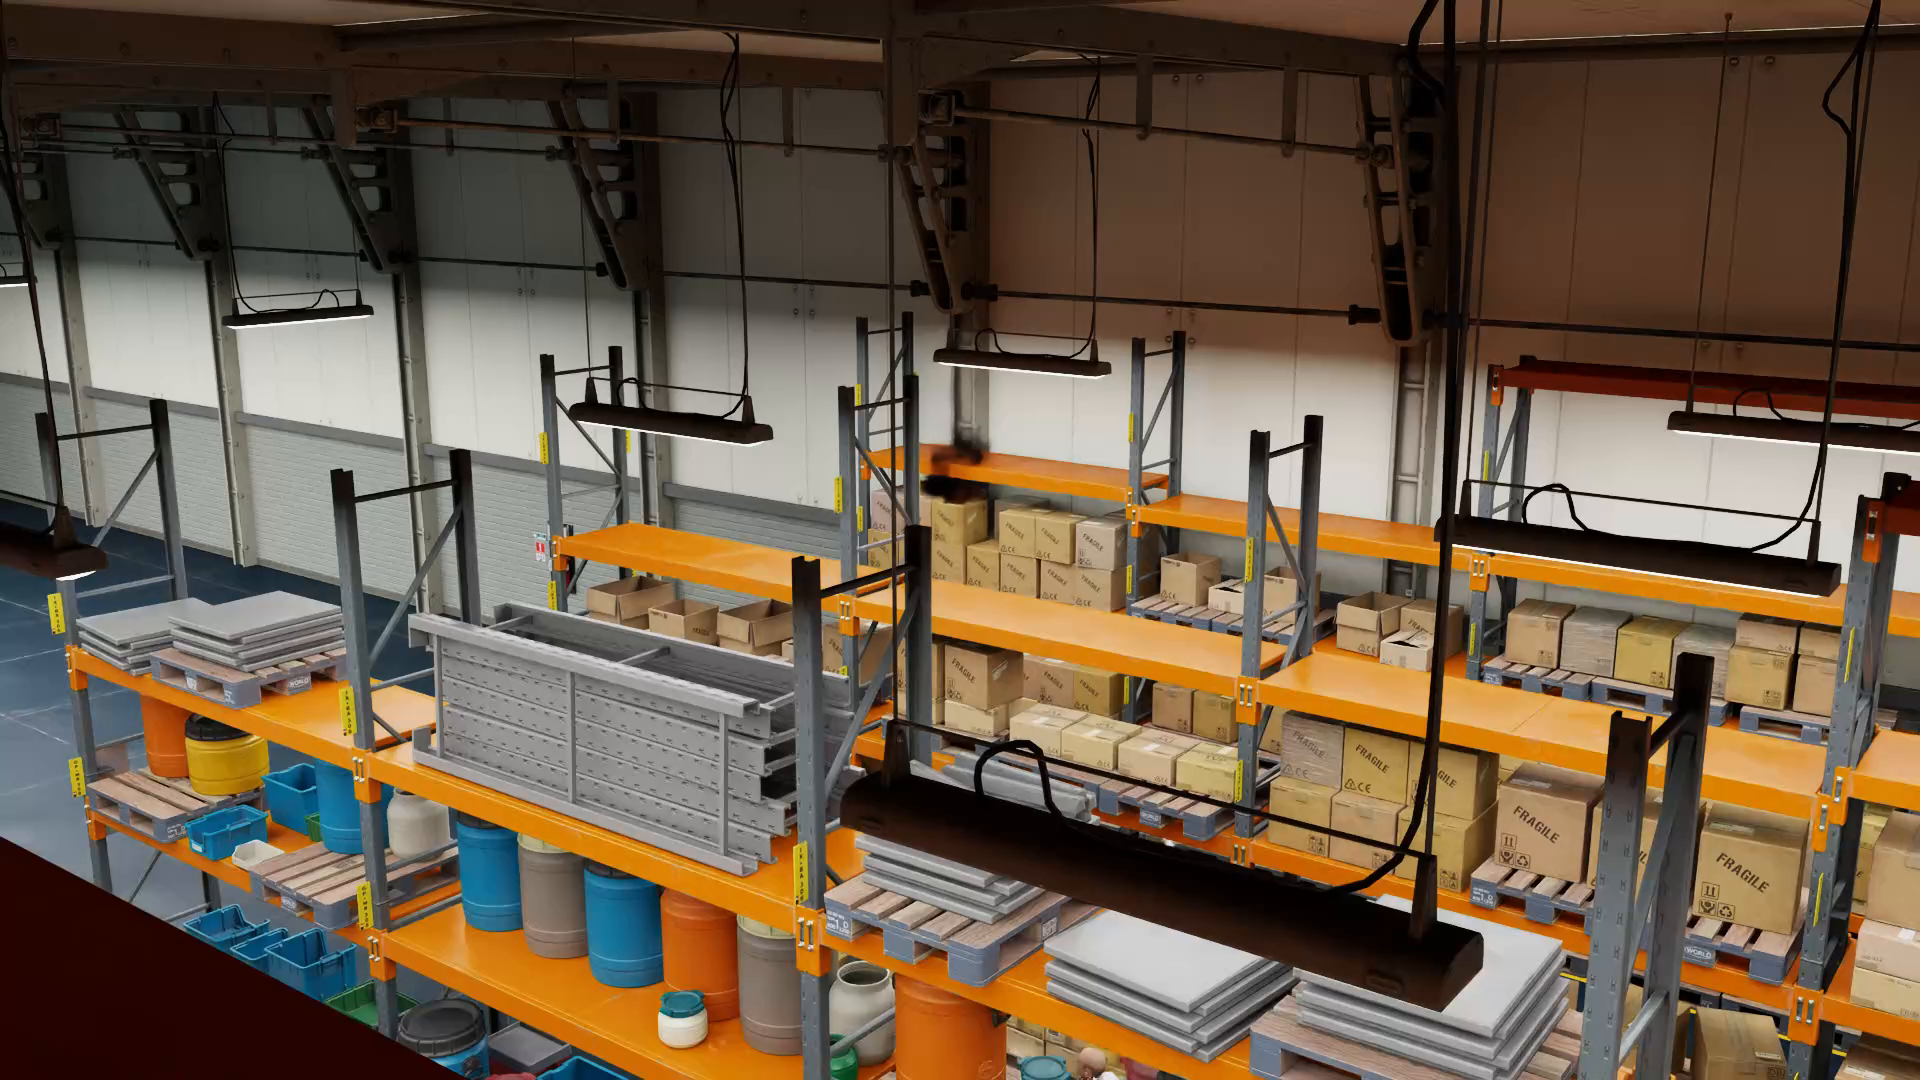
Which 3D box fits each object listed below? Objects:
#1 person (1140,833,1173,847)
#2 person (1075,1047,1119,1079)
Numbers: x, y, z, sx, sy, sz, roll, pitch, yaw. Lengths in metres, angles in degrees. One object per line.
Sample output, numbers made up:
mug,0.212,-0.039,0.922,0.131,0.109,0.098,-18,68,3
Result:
person,2.057,3.400,16.855,0.857,1.719,0.562,8,15,31
person,0.944,4.492,12.016,0.794,1.727,0.759,8,15,31
